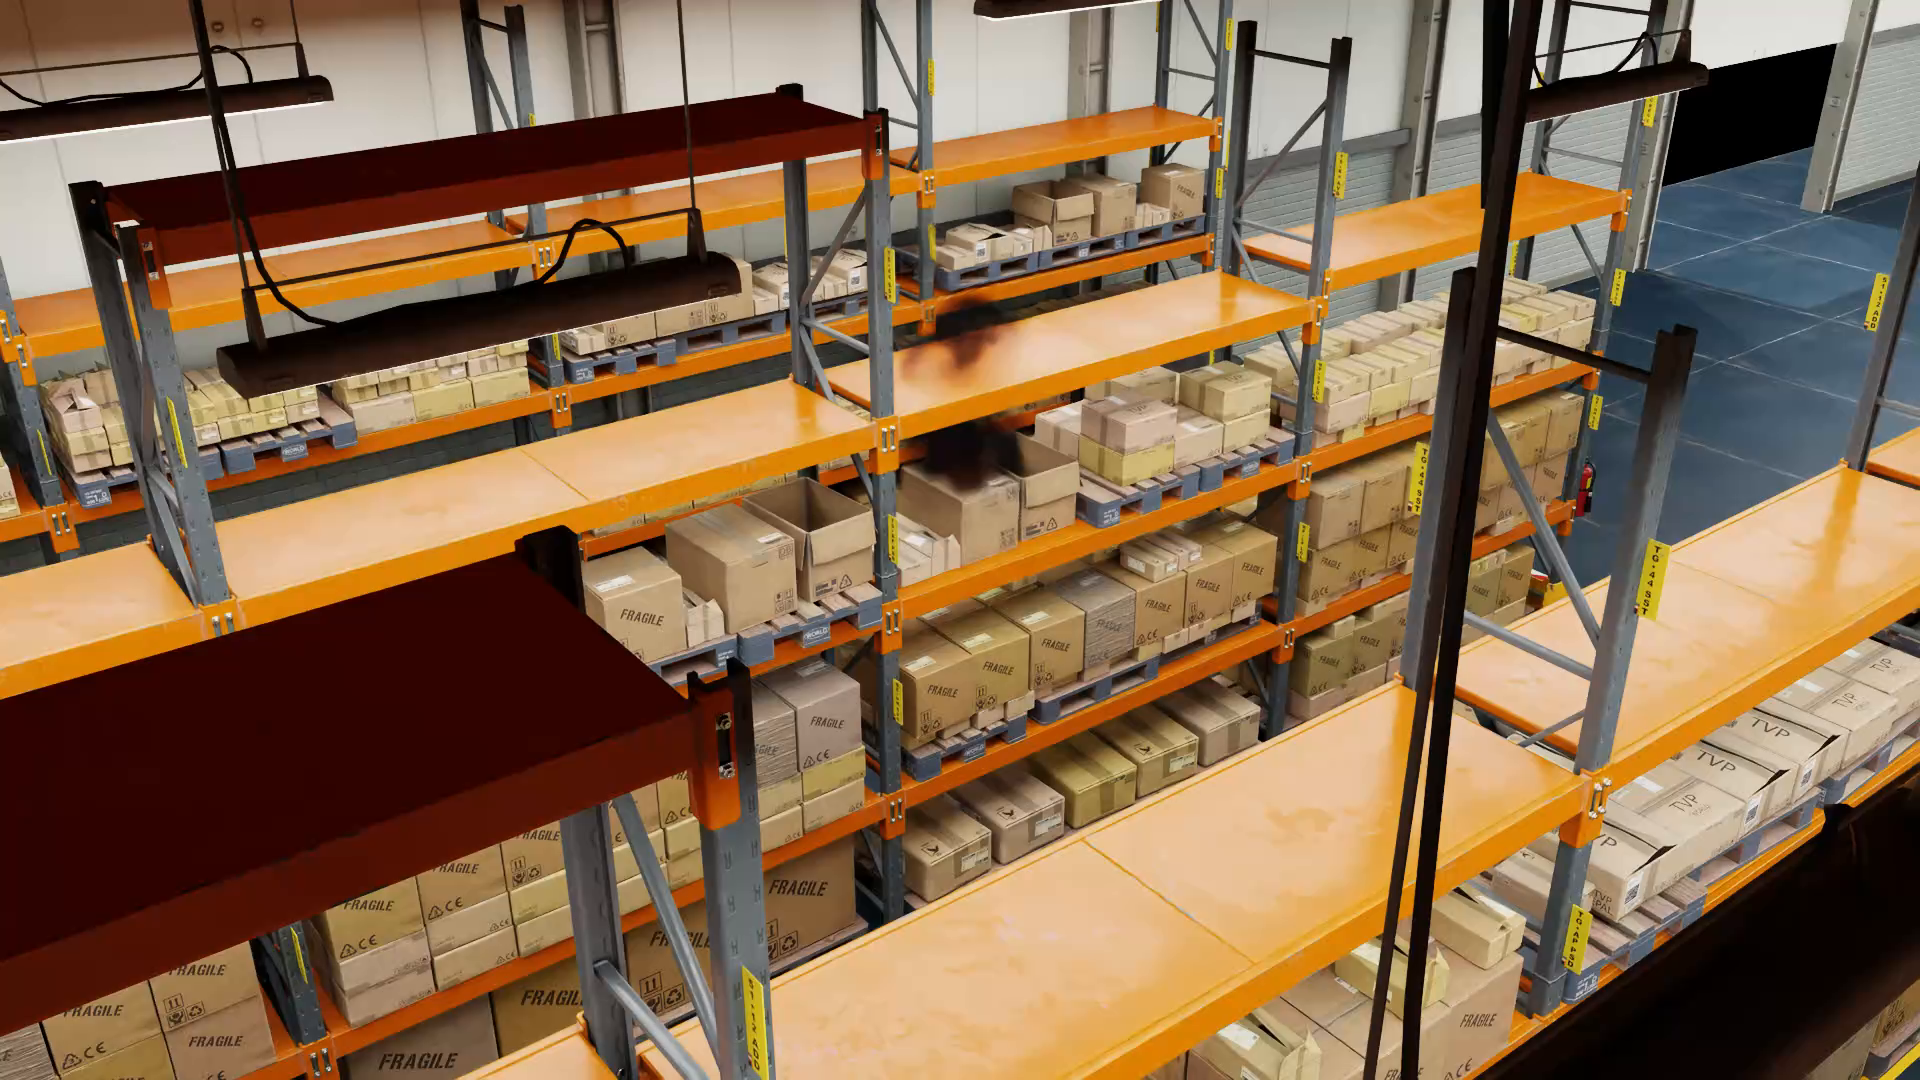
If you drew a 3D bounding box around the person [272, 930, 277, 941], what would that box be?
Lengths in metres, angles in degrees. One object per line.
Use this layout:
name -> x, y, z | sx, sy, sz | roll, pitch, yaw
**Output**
person -> -5.243, 2.328, 11.270 | 1.049, 1.761, 0.704 | -23, 34, -39
